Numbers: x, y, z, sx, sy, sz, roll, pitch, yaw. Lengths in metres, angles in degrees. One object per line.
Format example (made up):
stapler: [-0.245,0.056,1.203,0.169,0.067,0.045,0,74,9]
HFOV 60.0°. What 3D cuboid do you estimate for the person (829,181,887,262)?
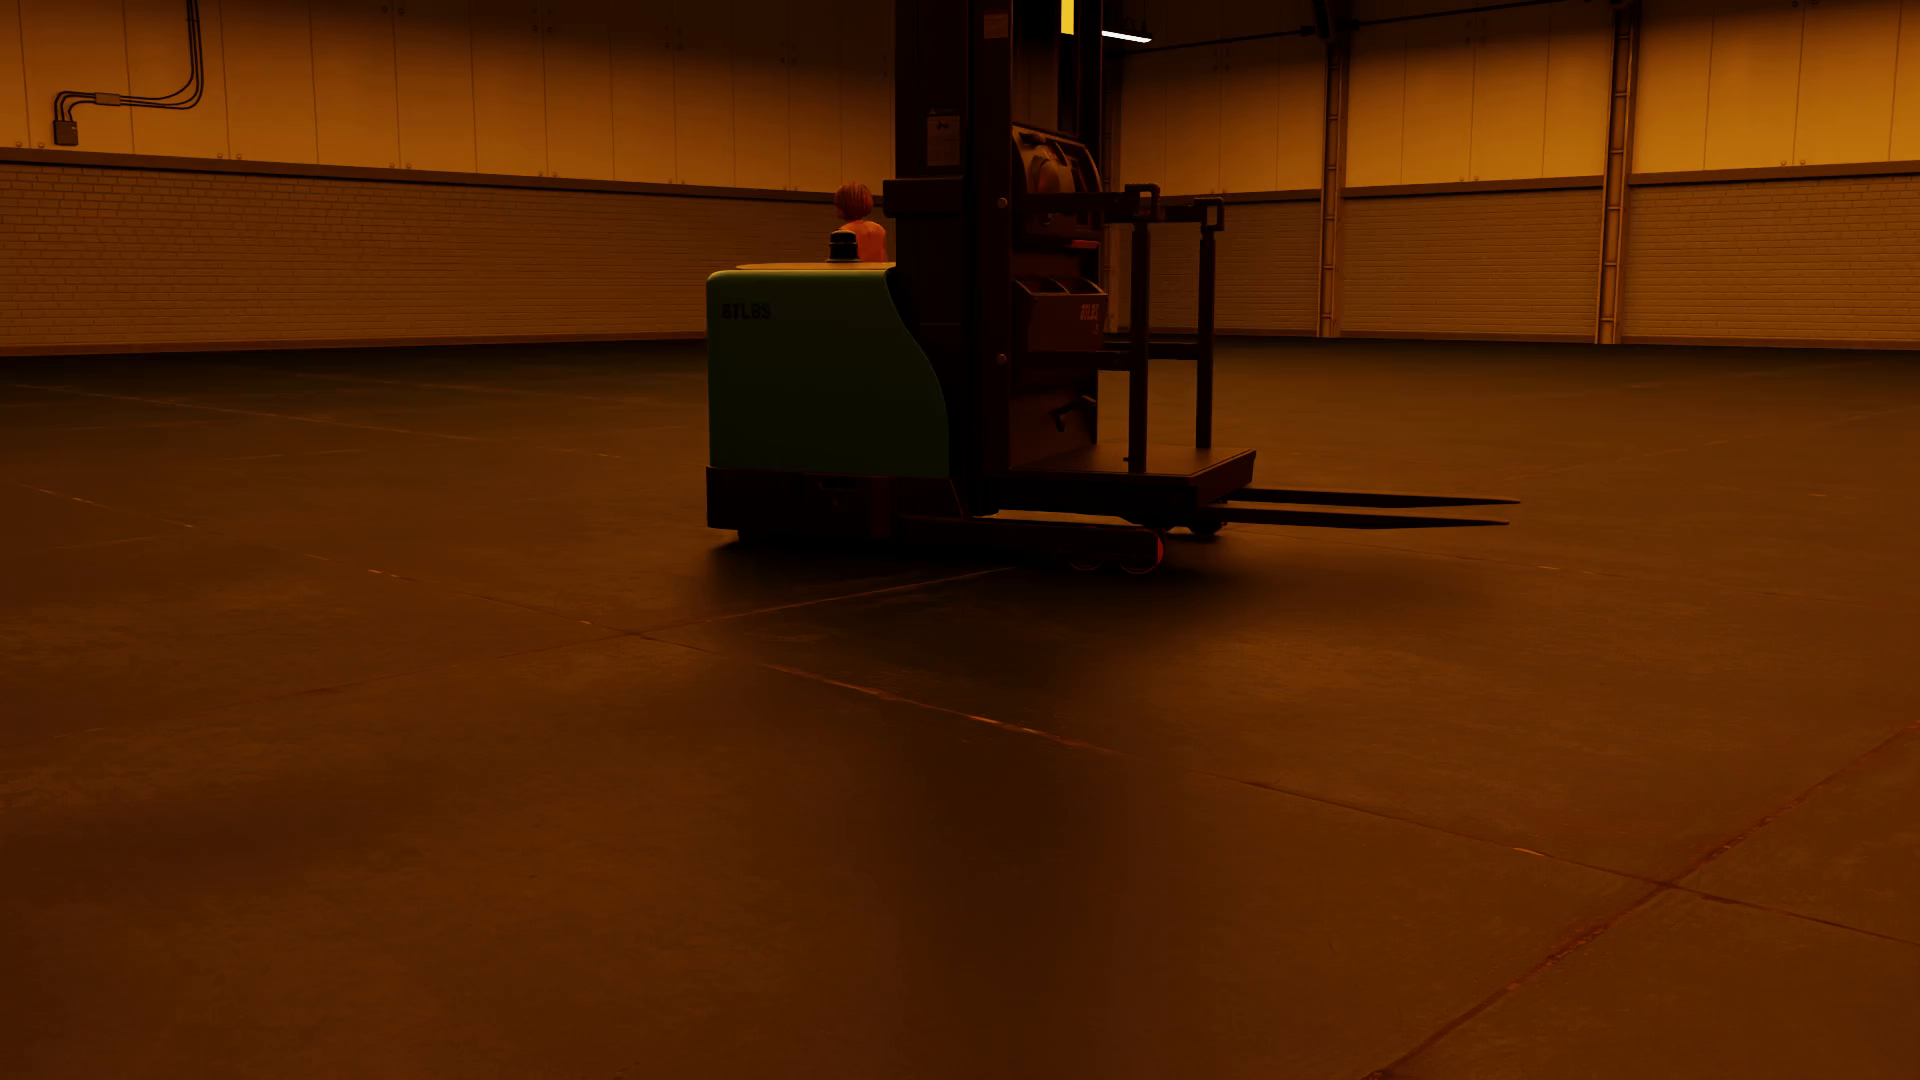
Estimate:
person: [-0.664,-1.249,9.600,0.473,1.599,0.521,7,11,38]

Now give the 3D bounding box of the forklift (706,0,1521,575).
forklift: [0.565,-1.416,6.275,3.031,2.935,1.130,3,9,22]
